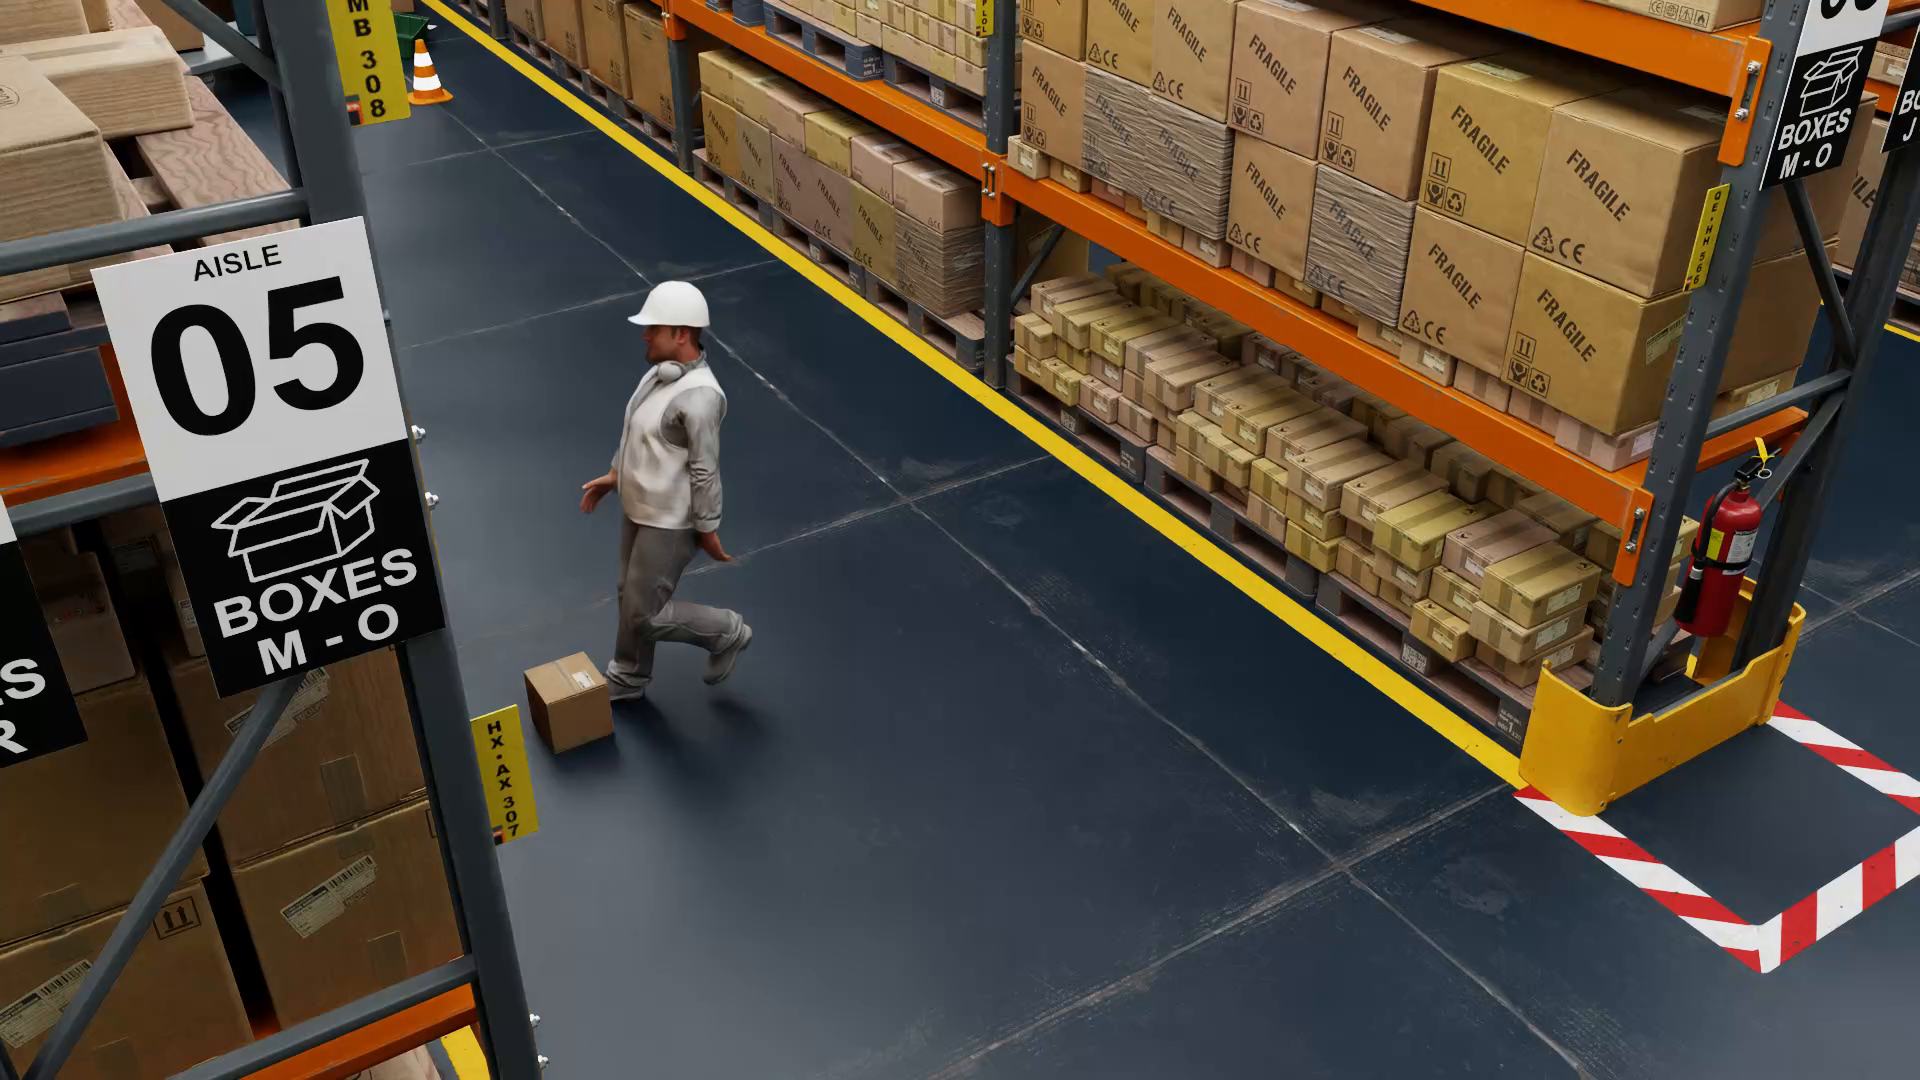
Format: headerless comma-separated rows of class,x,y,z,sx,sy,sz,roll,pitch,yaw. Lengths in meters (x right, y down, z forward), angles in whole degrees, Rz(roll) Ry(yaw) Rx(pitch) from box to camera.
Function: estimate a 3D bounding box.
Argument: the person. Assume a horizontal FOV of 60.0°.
person,-1.208,-0.110,6.308,0.736,1.728,0.591,-13,35,-19
